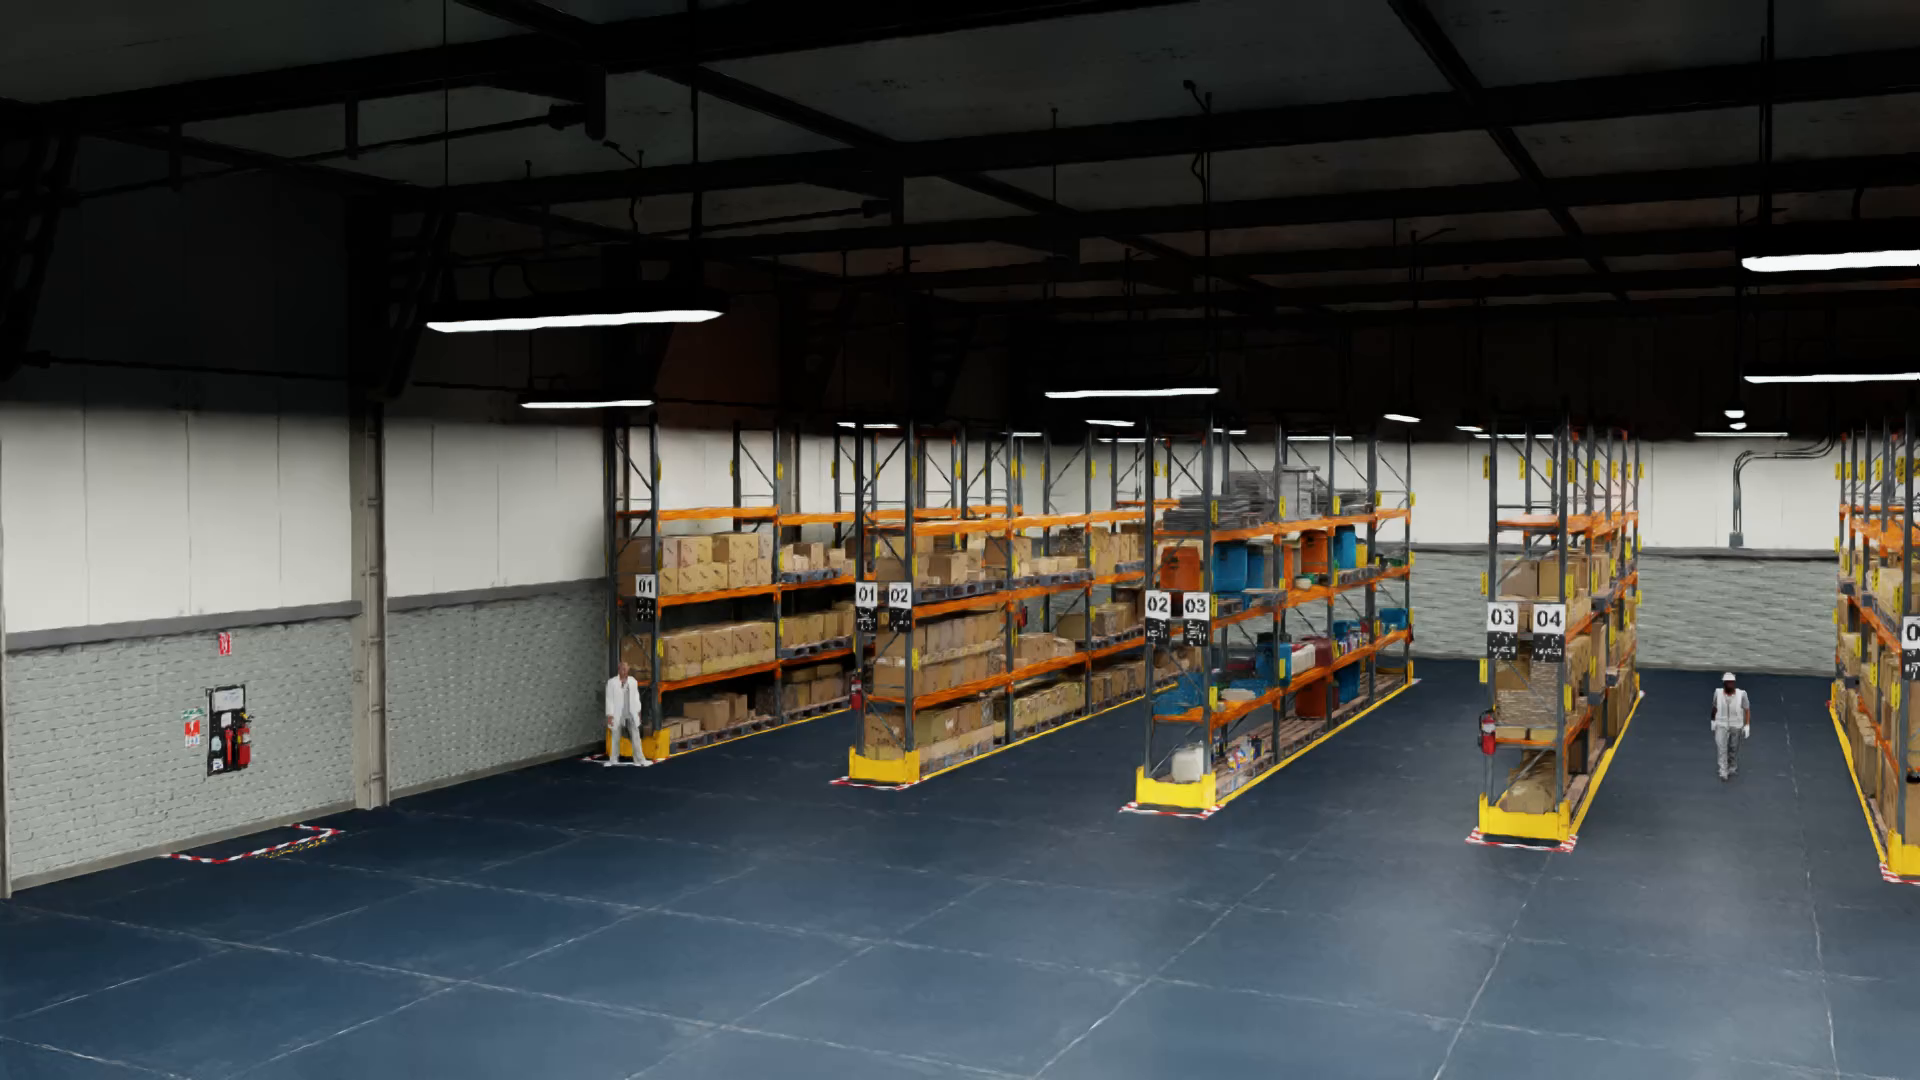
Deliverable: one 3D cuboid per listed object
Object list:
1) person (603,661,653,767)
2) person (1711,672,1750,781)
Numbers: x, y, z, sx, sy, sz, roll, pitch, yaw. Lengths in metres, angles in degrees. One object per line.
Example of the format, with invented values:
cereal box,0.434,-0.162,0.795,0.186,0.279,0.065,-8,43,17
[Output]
person,-5.620,2.922,27.976,0.771,1.769,0.578,-1,3,-27
person,12.475,3.002,26.923,0.577,1.733,1.042,1,3,24
